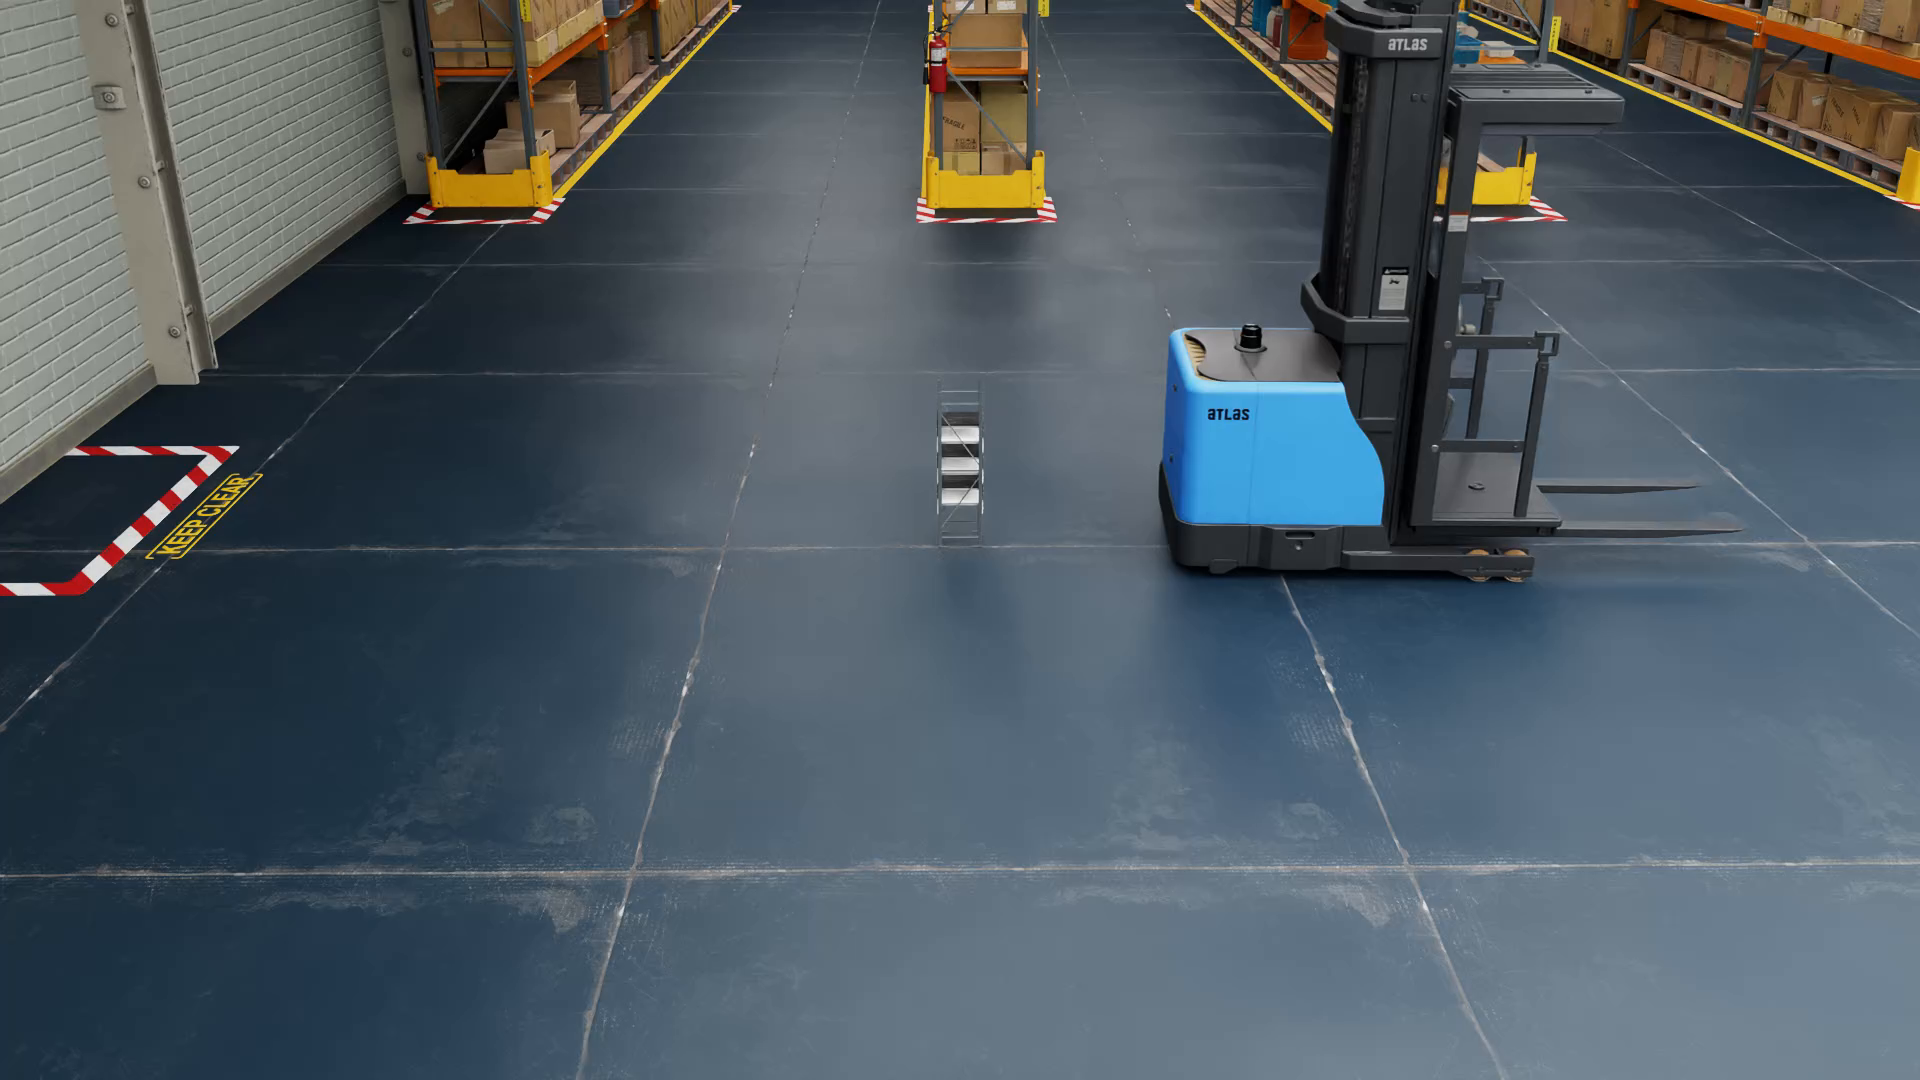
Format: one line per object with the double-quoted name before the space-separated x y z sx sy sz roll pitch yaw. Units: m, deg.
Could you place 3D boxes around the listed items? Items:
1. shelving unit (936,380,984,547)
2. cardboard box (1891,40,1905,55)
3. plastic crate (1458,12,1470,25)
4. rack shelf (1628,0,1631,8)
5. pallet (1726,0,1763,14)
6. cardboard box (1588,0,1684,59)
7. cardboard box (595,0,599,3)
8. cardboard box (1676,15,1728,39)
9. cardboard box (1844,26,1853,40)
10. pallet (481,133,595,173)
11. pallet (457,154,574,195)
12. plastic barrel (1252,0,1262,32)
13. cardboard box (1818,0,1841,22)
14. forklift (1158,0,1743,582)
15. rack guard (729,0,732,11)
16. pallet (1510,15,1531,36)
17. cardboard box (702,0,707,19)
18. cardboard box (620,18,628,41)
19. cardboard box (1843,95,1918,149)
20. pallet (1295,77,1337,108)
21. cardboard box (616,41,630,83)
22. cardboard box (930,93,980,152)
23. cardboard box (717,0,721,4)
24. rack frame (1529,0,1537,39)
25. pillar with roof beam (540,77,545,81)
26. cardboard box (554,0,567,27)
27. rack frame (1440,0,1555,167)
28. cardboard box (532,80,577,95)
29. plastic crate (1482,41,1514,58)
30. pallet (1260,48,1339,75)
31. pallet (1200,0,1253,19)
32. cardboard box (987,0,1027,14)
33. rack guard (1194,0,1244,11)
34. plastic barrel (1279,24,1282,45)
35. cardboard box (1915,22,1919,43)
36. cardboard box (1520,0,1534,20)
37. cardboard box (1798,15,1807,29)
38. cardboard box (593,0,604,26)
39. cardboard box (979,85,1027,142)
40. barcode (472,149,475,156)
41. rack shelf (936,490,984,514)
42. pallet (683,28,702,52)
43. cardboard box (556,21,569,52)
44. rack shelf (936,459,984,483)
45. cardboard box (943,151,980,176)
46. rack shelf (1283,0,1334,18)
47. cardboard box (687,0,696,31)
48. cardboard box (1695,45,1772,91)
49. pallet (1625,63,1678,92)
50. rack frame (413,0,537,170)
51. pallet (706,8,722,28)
"shelving unit" 0.000 -0.413 9.072 0.258 0.900 0.210 0 24 -1
"cardboard box" 9.900 -5.106 17.204 0.380 0.149 0.250 0 24 -1
"plastic crate" 5.441 -5.898 18.831 0.499 0.251 0.616 0 24 -1
"rack shelf" 10.044 -8.587 25.470 1.077 0.370 4.000 0 24 -1
"pallet" 10.247 -6.671 20.593 1.003 0.211 1.213 0 24 -1
"cardboard box" 10.080 -7.599 24.480 1.225 0.875 0.875 -1 24 -3
"cardboard box" -4.435 -6.465 19.152 0.500 0.500 0.500 0 24 -1
"cardboard box" 10.120 -7.000 22.677 0.500 0.250 0.500 2 24 5
"cardboard box" 9.889 -5.518 18.115 0.380 0.149 0.250 0 24 -1
"pallet" -4.690 -4.325 18.557 1.003 0.211 1.213 0 24 -1
"pallet" -4.680 -3.824 17.448 1.003 0.211 1.213 0 24 -1
"plastic barrel" 5.059 -8.728 26.945 0.600 0.901 0.708 0 24 -1
"cardboard box" 10.129 -6.027 18.453 0.875 0.500 0.500 0 24 -1
"forklift" 2.656 -1.336 8.648 3.031 2.935 1.130 0 24 1
"rack guard" -4.880 -10.192 31.178 1.175 0.500 0.348 0 24 -1
"pallet" 10.093 -8.783 28.412 1.003 0.211 1.213 0 24 -1
"cardboard box" -4.744 -9.241 28.565 0.700 0.500 0.500 0 24 -1
"cardboard box" -4.789 -6.896 22.447 0.500 0.250 0.500 0 24 0
"cardboard box" 10.135 -4.609 18.324 0.500 0.500 0.500 2 24 4
"pallet" 5.094 -5.977 22.210 1.003 0.211 1.213 0 24 -1
"cardboard box" -4.810 -6.372 22.198 0.700 0.500 0.500 0 24 -1
"cardboard box" -0.056 -4.251 16.927 0.500 0.500 0.500 0 24 -1
"cardboard box" -4.772 -10.085 30.433 0.700 0.500 0.500 0 24 -1
"rack frame" 10.023 -9.739 27.144 1.000 3.000 0.127 0 24 -1
"pillar with roof beam" -1.339 -10.238 20.966 9.100 9.000 0.400 0 24 -1
"cardboard box" -4.405 -5.625 17.295 0.500 0.500 0.500 -1 24 -2
"rack frame" 5.201 -4.772 16.162 1.000 3.000 0.127 0 24 -1
"cardboard box" -4.698 -5.010 19.187 0.500 0.500 0.500 -2 24 -5
"plastic crate" 5.513 -5.022 17.035 0.298 0.136 0.250 0 24 -1
"pallet" 5.063 -7.123 24.743 1.003 0.211 1.213 0 24 -1
"pallet" 4.997 -9.755 30.562 1.003 0.211 1.213 0 24 -1
"cardboard box" 0.459 -5.255 16.321 0.380 0.149 0.250 0 24 -1
"rack guard" 5.013 -10.236 31.276 1.175 0.500 0.348 0 24 -1
"plastic barrel" 4.996 -7.560 24.836 0.421 0.512 0.421 0 24 0
"cardboard box" 10.175 -5.202 16.631 0.875 0.500 0.500 0 24 -1
"cardboard box" 10.095 -9.235 28.098 0.875 0.875 0.875 0 24 -1
"cardboard box" 9.844 -5.930 19.025 0.380 0.149 0.250 0 24 -1
"cardboard box" -4.441 -6.123 19.306 0.500 0.250 0.500 0 24 0
"cardboard box" 0.457 -4.460 17.388 0.500 0.500 0.500 0 24 -1
"barcode" -5.023 -3.999 17.169 0.001 0.075 0.075 0 24 -1
"rack shelf" 0.000 -0.219 9.160 0.258 0.077 0.200 0 24 -1
"pallet" -4.753 -8.084 26.869 1.003 0.211 1.213 0 24 -1
"cardboard box" -4.413 -5.295 17.475 0.500 0.250 0.500 -1 24 -1
"rack shelf" 0.000 -0.383 9.086 0.258 0.077 0.200 0 24 -1
"cardboard box" -0.053 -3.910 17.082 0.500 0.250 0.500 0 24 -1
"rack shelf" 5.135 -6.917 21.777 1.077 0.370 4.000 0 24 -1
"cardboard box" -4.699 -8.617 26.762 0.750 0.750 0.750 0 24 0
"cardboard box" 10.132 -6.185 21.784 0.700 0.500 0.500 -2 24 -5
"pallet" 10.073 -6.499 23.363 1.003 0.211 1.213 0 24 -1
"rack frame" -4.706 -4.728 16.063 1.000 3.000 0.127 0 24 -1
"pallet" -4.783 -9.220 29.379 1.003 0.211 1.213 0 24 -1
